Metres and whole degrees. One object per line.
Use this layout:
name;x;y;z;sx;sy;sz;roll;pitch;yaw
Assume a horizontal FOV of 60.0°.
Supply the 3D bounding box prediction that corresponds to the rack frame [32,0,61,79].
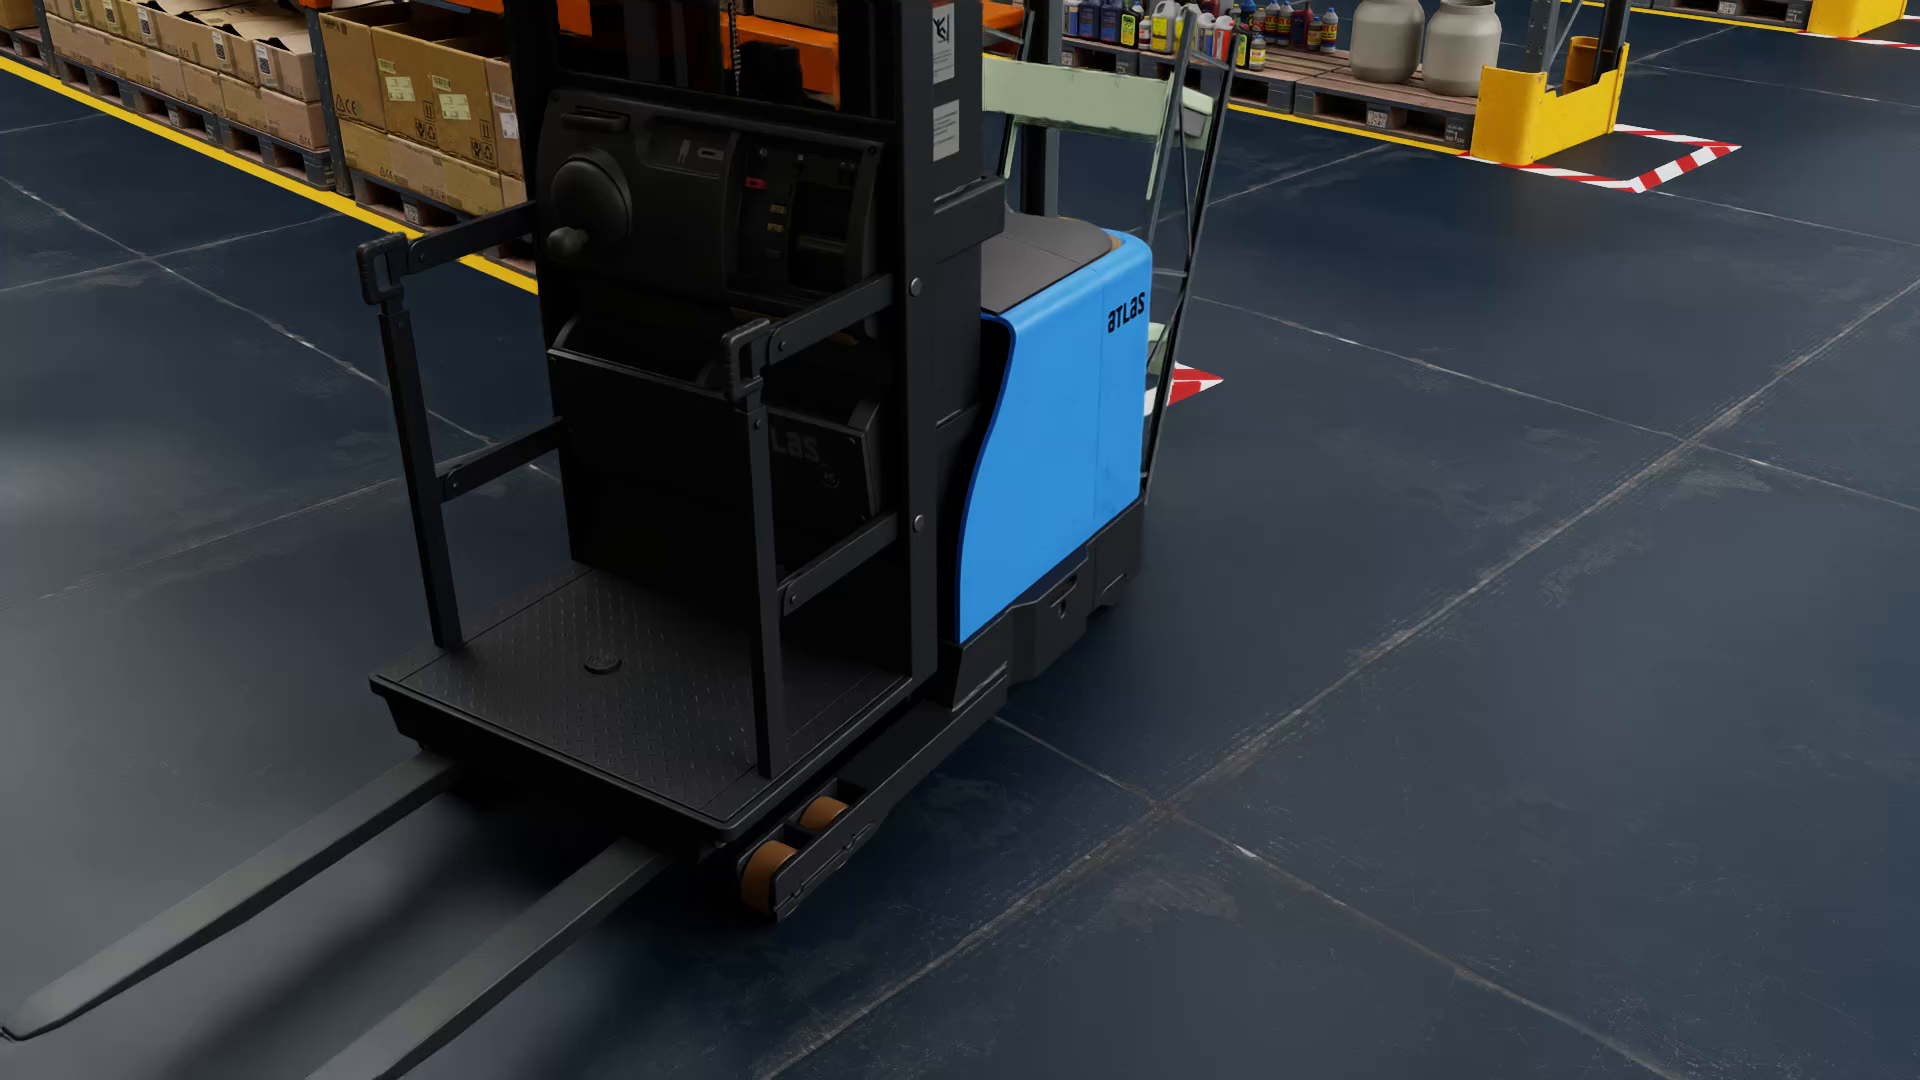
rack frame;-5.715;-4.588;10.752;0.127;3.000;1.000;25;36;38

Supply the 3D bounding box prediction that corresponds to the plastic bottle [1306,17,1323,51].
plastic bottle;2.317;-3.305;10.846;0.097;0.201;0.097;0;28;0

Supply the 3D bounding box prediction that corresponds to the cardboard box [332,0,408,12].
cardboard box;-3.336;-2.882;9.409;0.500;0.311;0.500;24;36;38

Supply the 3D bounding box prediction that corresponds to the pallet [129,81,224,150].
pallet;-4.289;-2.674;10.109;1.213;0.211;1.003;25;36;38

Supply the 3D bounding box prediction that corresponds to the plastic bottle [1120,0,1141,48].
plastic bottle;1.121;-3.387;10.915;0.061;0.283;0.133;-23;36;-37

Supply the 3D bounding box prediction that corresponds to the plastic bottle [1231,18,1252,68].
plastic bottle;1.752;-3.098;10.365;0.061;0.283;0.133;-24;36;-38

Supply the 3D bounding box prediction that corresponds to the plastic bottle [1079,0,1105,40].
plastic bottle;0.898;-3.546;11.145;0.144;0.351;0.185;-24;36;-38

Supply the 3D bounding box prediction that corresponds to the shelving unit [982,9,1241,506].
shelving unit;0.321;-0.913;5.294;0.755;1.500;0.431;16;13;28

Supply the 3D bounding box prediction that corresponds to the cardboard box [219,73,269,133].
cardboard box;-3.721;-2.456;9.201;0.500;0.250;0.500;24;36;38

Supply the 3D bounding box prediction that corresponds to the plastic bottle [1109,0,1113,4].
plastic bottle;0.999;-3.594;11.236;0.185;0.351;0.144;25;36;38

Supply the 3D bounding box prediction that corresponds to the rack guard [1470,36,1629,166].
rack guard;3.378;-2.523;9.511;0.348;0.500;1.175;25;36;38

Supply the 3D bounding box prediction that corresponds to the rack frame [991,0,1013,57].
rack frame;0.613;-4.925;11.394;0.127;3.000;1.000;25;36;38

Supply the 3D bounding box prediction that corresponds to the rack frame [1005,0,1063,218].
rack frame;-0.010;-1.977;5.788;0.127;3.000;1.000;25;36;38

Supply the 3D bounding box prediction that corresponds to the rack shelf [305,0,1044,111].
rack shelf;-1.436;-2.312;7.196;4.000;0.370;1.077;25;36;38

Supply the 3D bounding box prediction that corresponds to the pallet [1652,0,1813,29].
pallet;6.329;-4.331;13.260;1.213;0.211;1.003;25;36;38

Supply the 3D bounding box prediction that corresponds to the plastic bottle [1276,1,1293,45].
plastic bottle;2.147;-3.414;10.979;0.097;0.271;0.097;0;28;0

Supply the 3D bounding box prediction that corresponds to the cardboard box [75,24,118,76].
cardboard box;-5.188;-3.125;10.472;0.500;0.250;0.500;23;36;37

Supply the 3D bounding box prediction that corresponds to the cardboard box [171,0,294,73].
cardboard box;-4.082;-2.868;9.382;0.500;0.311;0.500;24;36;38

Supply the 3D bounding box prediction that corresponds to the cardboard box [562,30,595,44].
cardboard box;-1.671;-2.176;7.862;0.500;0.500;0.500;25;36;38

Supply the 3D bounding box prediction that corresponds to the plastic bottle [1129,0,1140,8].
plastic bottle;1.173;-3.785;11.599;0.185;0.351;0.144;25;36;38

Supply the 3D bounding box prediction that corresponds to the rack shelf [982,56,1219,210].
rack shelf;0.388;-1.289;5.217;0.720;0.370;0.431;16;13;28

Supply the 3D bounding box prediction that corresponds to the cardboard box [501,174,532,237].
cardboard box;-1.678;-1.509;7.399;0.500;0.250;0.500;25;36;38

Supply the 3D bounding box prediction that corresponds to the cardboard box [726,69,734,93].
cardboard box;-0.960;-1.848;7.240;0.500;0.500;0.500;25;36;38

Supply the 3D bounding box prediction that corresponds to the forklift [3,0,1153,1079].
forklift;-0.675;-0.714;3.458;1.130;2.935;3.031;16;32;28

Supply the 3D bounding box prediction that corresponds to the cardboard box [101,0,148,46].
cardboard box;-4.805;-3.201;10.015;0.500;0.311;0.500;23;36;37

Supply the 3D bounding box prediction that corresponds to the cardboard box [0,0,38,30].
cardboard box;-6.546;-3.903;11.664;0.500;0.500;0.500;-24;36;-37

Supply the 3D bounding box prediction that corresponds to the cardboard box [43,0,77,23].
cardboard box;-5.547;-3.536;10.653;0.500;0.311;0.500;-24;36;-38

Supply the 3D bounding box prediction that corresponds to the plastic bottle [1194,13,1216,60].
plastic bottle;1.589;-3.200;10.566;0.135;0.276;0.152;23;36;37

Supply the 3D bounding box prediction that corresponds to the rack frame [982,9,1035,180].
rack frame;0.010;-1.003;5.465;0.023;1.500;0.400;16;13;28

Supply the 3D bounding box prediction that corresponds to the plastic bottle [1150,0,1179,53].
plastic bottle;1.335;-3.346;10.764;0.185;0.351;0.144;24;36;38

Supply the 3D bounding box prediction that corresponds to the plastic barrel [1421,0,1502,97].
plastic barrel;2.942;-2.894;9.753;0.421;0.512;0.421;0;28;0

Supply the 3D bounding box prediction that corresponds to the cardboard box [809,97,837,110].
cardboard box;-0.601;-1.354;6.300;0.500;0.500;0.500;25;36;38

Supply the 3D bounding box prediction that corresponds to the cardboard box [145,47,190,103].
cardboard box;-4.448;-2.790;9.835;0.500;0.250;0.500;-24;36;-38

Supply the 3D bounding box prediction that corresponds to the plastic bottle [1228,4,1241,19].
plastic bottle;1.858;-3.515;11.246;0.097;0.201;0.097;0;28;0

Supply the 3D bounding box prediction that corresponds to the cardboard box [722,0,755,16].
cardboard box;-0.712;-2.348;6.385;0.700;0.500;0.500;-24;36;-38

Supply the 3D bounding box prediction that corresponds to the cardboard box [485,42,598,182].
cardboard box;-1.680;-1.839;7.223;0.500;0.500;0.500;25;36;38

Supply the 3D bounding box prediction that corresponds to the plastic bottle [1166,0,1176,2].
plastic bottle;1.411;-3.770;11.571;0.185;0.351;0.144;22;35;36

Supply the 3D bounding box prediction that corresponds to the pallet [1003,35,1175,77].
pallet;1.063;-3.458;11.600;1.213;0.211;1.003;25;36;38

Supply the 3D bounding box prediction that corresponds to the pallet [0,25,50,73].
pallet;-6.221;-3.610;11.888;1.213;0.211;1.003;25;36;38

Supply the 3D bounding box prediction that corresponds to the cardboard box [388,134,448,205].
cardboard box;-2.391;-1.835;8.019;0.500;0.250;0.500;25;36;38

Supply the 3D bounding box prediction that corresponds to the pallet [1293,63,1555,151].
pallet;2.803;-2.662;10.086;1.213;0.211;1.003;25;36;38

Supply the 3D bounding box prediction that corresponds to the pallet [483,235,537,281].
pallet;-1.450;-1.377;7.642;1.213;0.211;1.003;25;36;38

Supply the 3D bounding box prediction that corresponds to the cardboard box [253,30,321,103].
cardboard box;-3.352;-2.537;8.752;0.500;0.311;0.500;25;36;38

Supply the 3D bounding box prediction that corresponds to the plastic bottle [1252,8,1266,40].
plastic bottle;2.005;-3.448;11.118;0.097;0.201;0.097;0;28;0

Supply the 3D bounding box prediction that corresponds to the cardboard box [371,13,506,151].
cardboard box;-2.389;-2.168;7.847;0.500;0.500;0.500;25;36;38

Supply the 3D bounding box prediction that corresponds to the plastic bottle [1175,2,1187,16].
plastic bottle;1.421;-3.370;10.891;0.135;0.276;0.152;25;36;38

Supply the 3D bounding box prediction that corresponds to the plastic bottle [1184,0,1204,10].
plastic bottle;1.588;-3.593;11.306;0.133;0.283;0.061;25;36;38
